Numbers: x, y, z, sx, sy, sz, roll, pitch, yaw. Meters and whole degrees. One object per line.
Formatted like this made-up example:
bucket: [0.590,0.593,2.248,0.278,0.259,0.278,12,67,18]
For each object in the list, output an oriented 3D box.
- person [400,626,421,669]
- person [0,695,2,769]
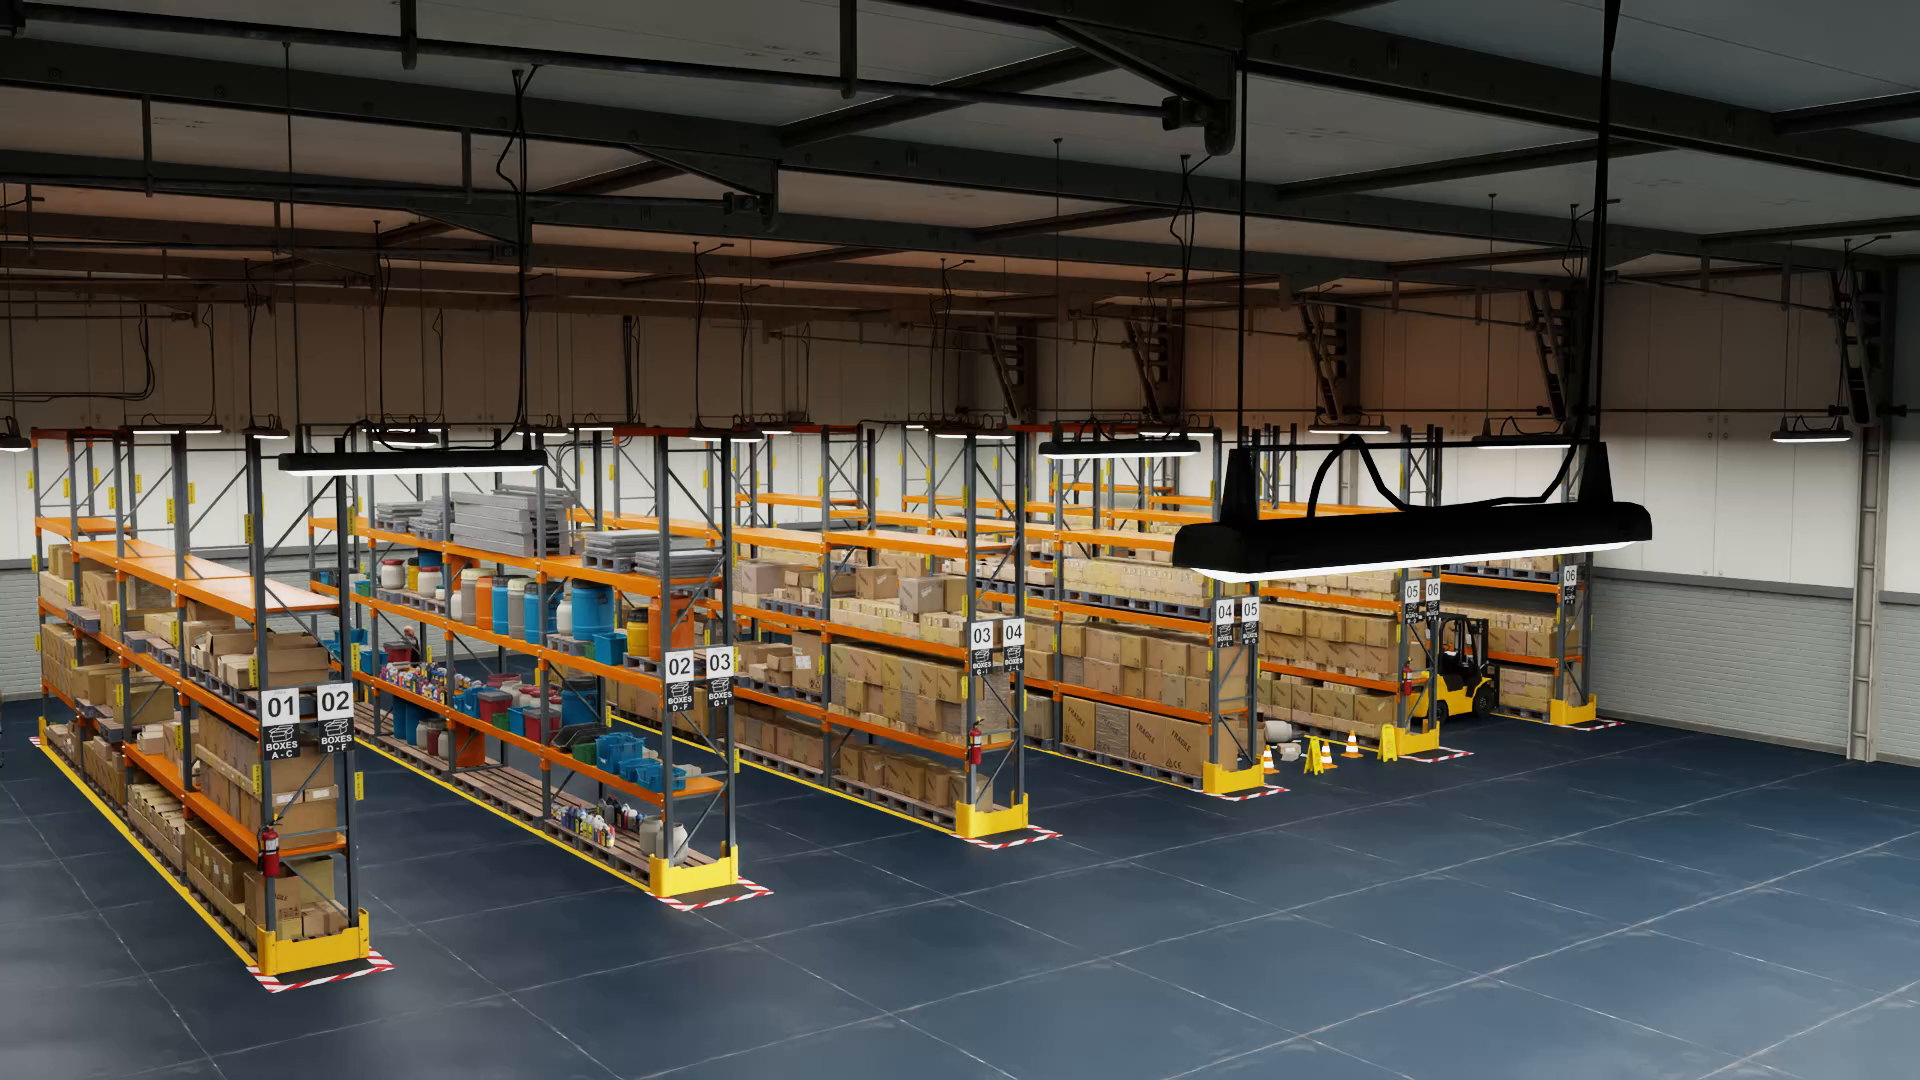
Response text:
person: [-11.802,2.669,35.879,1.032,1.664,0.649,2,5,29]
person: [-17.183,3.145,29.393,0.963,1.732,0.542,4,6,43]
